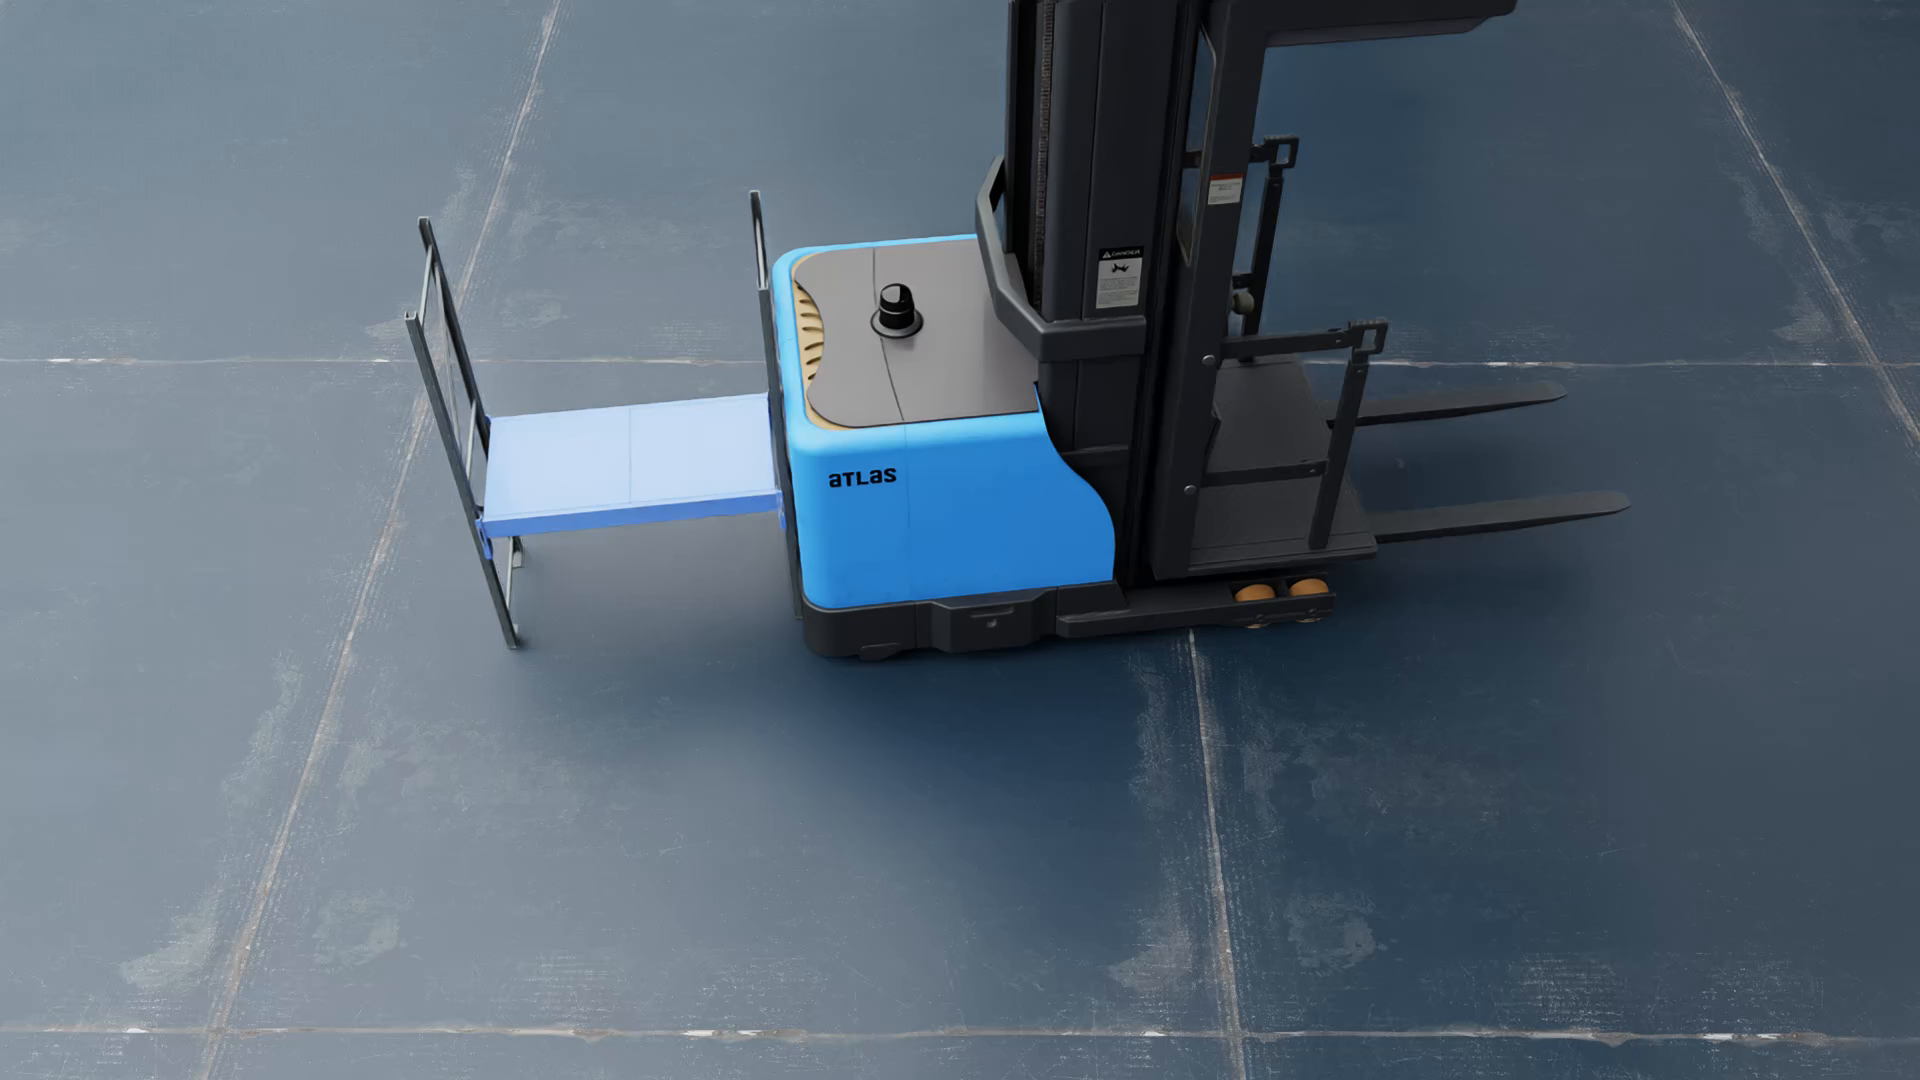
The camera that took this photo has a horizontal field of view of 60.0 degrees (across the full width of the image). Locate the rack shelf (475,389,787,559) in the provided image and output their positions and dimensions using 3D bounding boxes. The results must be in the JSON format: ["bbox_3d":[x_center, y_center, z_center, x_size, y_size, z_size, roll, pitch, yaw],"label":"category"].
[{"bbox_3d":[-1.116,-0.233,5.688,1.000,0.185,0.538,-6,47,-5],"label":"rack shelf"}]

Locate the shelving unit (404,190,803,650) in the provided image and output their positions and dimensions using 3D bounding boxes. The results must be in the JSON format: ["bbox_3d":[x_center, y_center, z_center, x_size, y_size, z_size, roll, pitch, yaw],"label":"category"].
[{"bbox_3d":[-1.116,-0.356,5.557,1.048,1.500,0.538,-6,47,-5],"label":"shelving unit"}]

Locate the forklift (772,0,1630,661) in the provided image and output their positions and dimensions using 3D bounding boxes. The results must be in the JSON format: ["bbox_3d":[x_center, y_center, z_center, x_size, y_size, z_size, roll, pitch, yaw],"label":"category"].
[{"bbox_3d":[0.902,-1.063,5.237,3.031,2.935,1.130,-6,47,-5],"label":"forklift"}]

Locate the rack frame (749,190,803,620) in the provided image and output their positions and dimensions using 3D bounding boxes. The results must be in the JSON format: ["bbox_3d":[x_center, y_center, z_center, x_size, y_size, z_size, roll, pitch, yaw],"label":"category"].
[{"bbox_3d":[-0.612,-0.406,5.603,0.032,1.500,0.500,-6,47,-5],"label":"rack frame"}]

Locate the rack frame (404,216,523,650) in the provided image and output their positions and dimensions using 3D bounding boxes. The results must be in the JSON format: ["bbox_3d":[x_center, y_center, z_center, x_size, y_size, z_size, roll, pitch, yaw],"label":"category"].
[{"bbox_3d":[-1.620,-0.306,5.510,0.032,1.500,0.500,-6,47,-5],"label":"rack frame"}]
